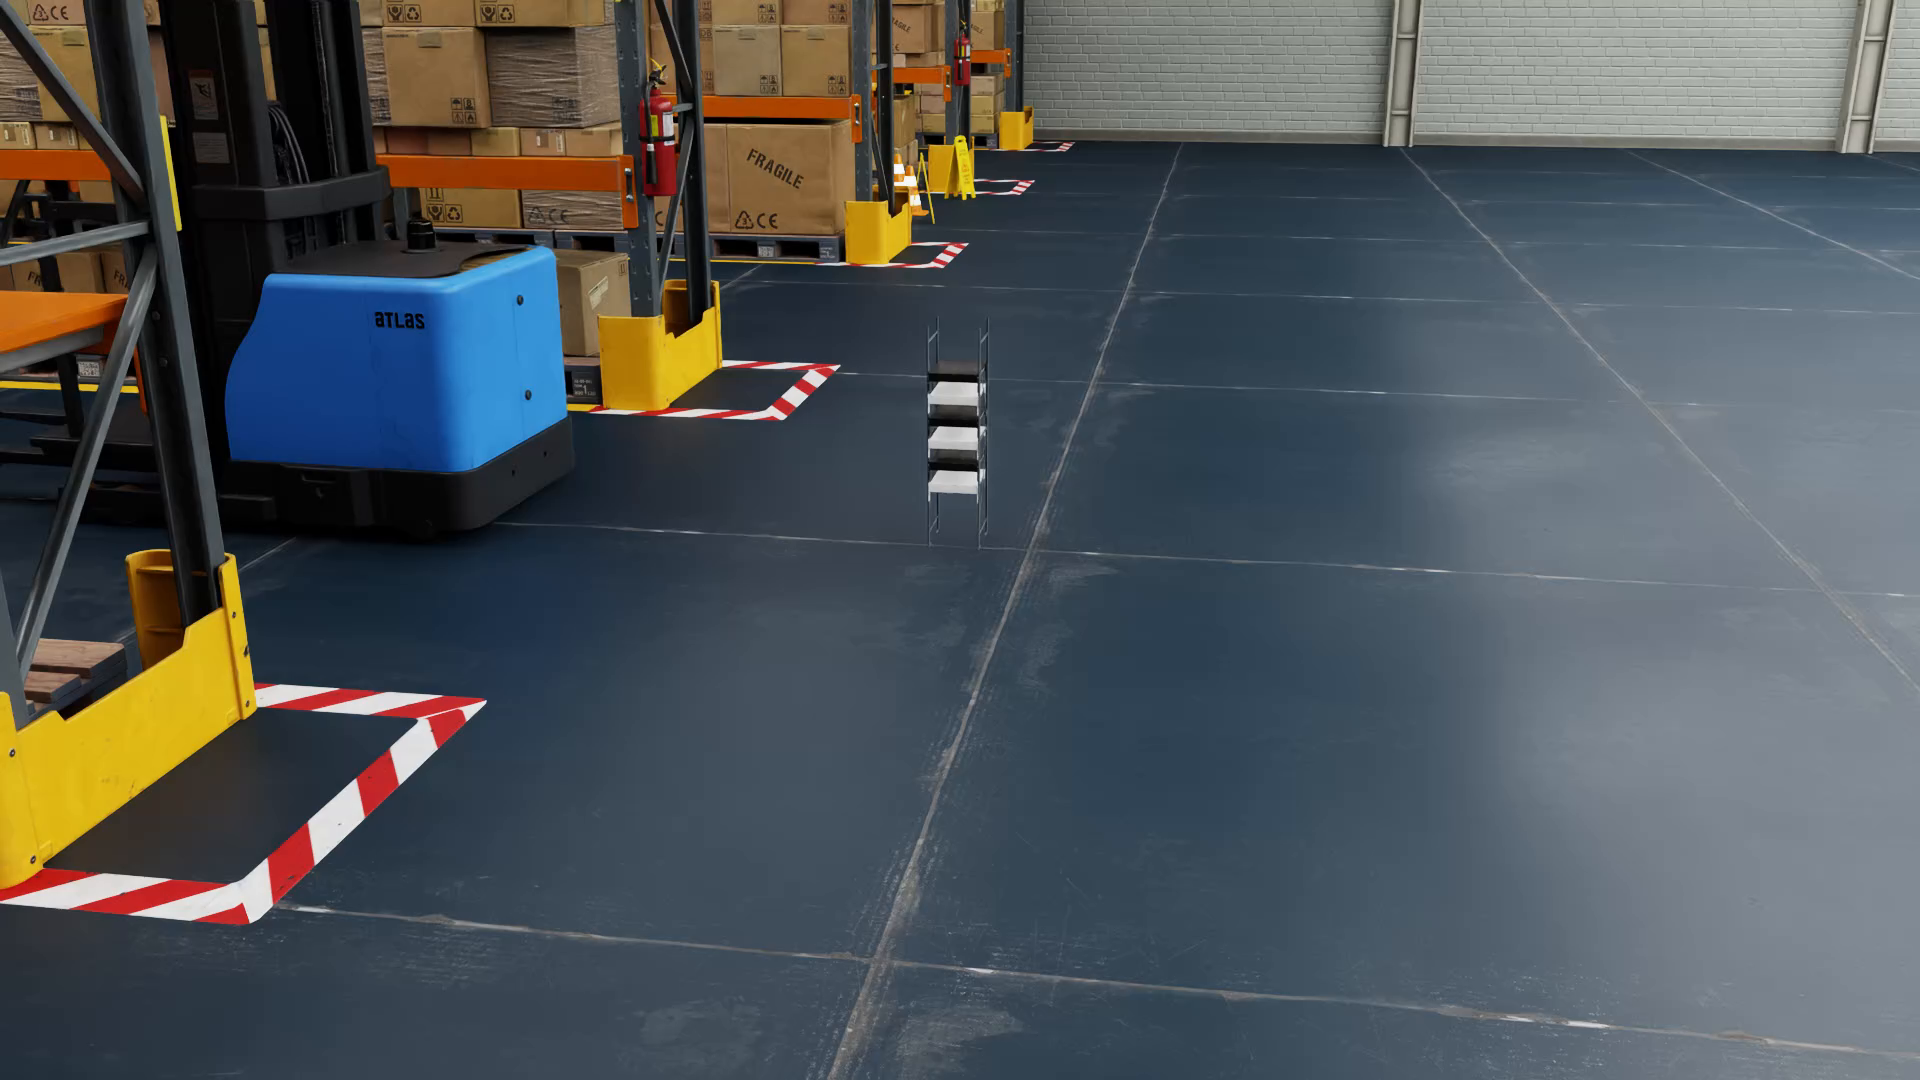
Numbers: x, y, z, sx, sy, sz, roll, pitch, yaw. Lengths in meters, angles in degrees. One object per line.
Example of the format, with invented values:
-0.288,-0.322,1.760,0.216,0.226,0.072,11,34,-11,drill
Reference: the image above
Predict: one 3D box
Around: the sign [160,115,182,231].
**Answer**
-2.284,-1.045,4.763,0.005,0.325,0.100,3,19,9,sign

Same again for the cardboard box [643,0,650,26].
-2.696,-4.512,13.622,0.500,0.550,0.875,3,19,9,cardboard box

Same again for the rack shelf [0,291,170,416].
-4.350,-0.501,4.707,4.000,0.370,1.077,3,19,9,rack shelf

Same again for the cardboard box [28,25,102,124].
-4.616,-2.605,9.235,0.500,0.500,0.875,3,19,9,cardboard box

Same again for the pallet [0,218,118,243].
-7.835,-2.859,15.016,1.213,0.211,1.003,3,19,9,pallet

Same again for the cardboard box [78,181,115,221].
-7.151,-3.275,14.748,0.750,0.750,1.050,3,19,9,cardboard box

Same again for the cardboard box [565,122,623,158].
-1.904,-2.124,8.819,0.250,0.149,0.380,3,19,9,cardboard box

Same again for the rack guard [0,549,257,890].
-2.458,0.455,4.656,0.348,0.500,1.175,3,19,9,rack guard

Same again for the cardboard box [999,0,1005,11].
0.472,-7.407,23.032,0.250,0.149,0.380,2,19,7,cardboard box

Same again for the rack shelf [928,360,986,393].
-0.008,-0.652,6.586,0.200,0.077,0.258,3,19,9,rack shelf

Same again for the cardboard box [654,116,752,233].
-2.252,-3.091,14.000,0.875,0.875,0.875,3,19,8,cardboard box

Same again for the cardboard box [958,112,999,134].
0.252,-5.773,23.002,0.500,0.250,0.500,3,19,9,cardboard box

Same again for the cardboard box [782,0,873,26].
-1.063,-4.456,13.456,0.550,0.550,0.875,3,19,9,cardboard box

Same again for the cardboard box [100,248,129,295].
-4.584,-1.449,9.685,0.500,0.500,0.500,9,21,26,cardboard box

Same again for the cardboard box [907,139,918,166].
-0.770,-4.421,18.959,0.500,0.250,0.500,3,19,8,cardboard box

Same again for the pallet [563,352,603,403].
-2.461,-1.027,9.539,1.213,0.211,1.003,3,19,9,pallet

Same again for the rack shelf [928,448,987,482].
-0.008,-0.310,6.701,0.200,0.077,0.258,3,19,9,rack shelf

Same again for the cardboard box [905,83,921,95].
-0.743,-6.294,22.983,0.500,0.250,0.500,3,19,9,cardboard box

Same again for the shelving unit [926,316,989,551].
-0.008,-0.427,6.662,0.210,0.900,0.258,3,19,9,shelving unit

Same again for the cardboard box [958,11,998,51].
0.238,-6.943,22.669,0.500,0.500,0.500,3,19,7,cardboard box

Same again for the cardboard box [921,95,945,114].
-0.258,-6.041,23.013,0.500,0.250,0.500,3,19,8,cardboard box

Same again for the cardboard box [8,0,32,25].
-5.135,-3.055,9.004,0.500,0.500,0.500,3,19,9,cardboard box

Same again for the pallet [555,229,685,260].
-2.706,-2.598,14.234,1.213,0.211,1.003,3,19,9,pallet

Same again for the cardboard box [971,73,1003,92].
0.321,-6.406,23.318,0.500,0.250,0.500,3,19,8,cardboard box

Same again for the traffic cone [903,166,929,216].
-0.487,-3.448,16.378,0.334,0.463,0.336,3,19,9,traffic cone

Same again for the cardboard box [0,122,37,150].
-5.130,-2.254,9.208,0.250,0.149,0.380,3,19,9,cardboard box

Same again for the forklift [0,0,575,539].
-3.323,-1.614,7.007,3.031,2.935,1.130,4,19,11,forklift

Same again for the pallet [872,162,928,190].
-0.889,-4.131,18.818,1.213,0.211,1.003,3,19,9,pallet

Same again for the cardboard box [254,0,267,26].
-3.652,-2.983,8.790,0.500,0.500,0.500,3,19,9,cardboard box

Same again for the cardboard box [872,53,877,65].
-0.938,-5.228,18.098,0.250,0.149,0.380,3,19,8,cardboard box

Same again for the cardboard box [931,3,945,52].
-0.442,-5.697,18.477,0.500,0.500,0.500,3,19,8,cardboard box

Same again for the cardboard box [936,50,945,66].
-0.320,-5.361,18.494,0.250,0.149,0.380,3,19,9,cardboard box

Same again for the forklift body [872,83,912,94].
-1.396,-6.075,21.569,1.214,2.155,2.313,3,19,9,forklift body

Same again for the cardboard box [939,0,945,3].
-0.124,-7.274,22.635,0.250,0.149,0.380,3,19,10,cardboard box

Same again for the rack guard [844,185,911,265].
-0.679,-2.656,13.952,0.348,0.500,1.175,3,19,9,rack guard

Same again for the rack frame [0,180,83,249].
-5.539,-2.495,9.532,0.127,3.000,1.000,3,19,9,rack frame

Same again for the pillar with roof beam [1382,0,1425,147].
5.463,-8.465,17.920,0.400,9.000,9.100,3,19,9,pillar with roof beam

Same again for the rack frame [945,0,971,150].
-0.018,-5.398,18.209,0.127,3.000,1.000,3,19,9,rack frame

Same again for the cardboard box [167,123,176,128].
-4.136,-2.215,9.093,0.250,0.149,0.380,3,19,9,cardboard box

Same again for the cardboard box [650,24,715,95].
-2.156,-4.006,13.813,0.550,0.550,0.875,3,19,9,cardboard box

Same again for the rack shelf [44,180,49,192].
-7.514,-2.254,9.947,4.000,0.370,1.077,3,19,9,rack shelf

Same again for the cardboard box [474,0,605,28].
-2.172,-2.906,8.560,0.500,0.500,0.500,3,19,9,cardboard box

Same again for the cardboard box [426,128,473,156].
-2.650,-2.151,8.899,0.250,0.149,0.380,3,19,9,cardboard box

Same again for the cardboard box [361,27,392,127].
-3.128,-2.544,9.054,0.500,0.500,0.875,3,19,9,cardboard box
